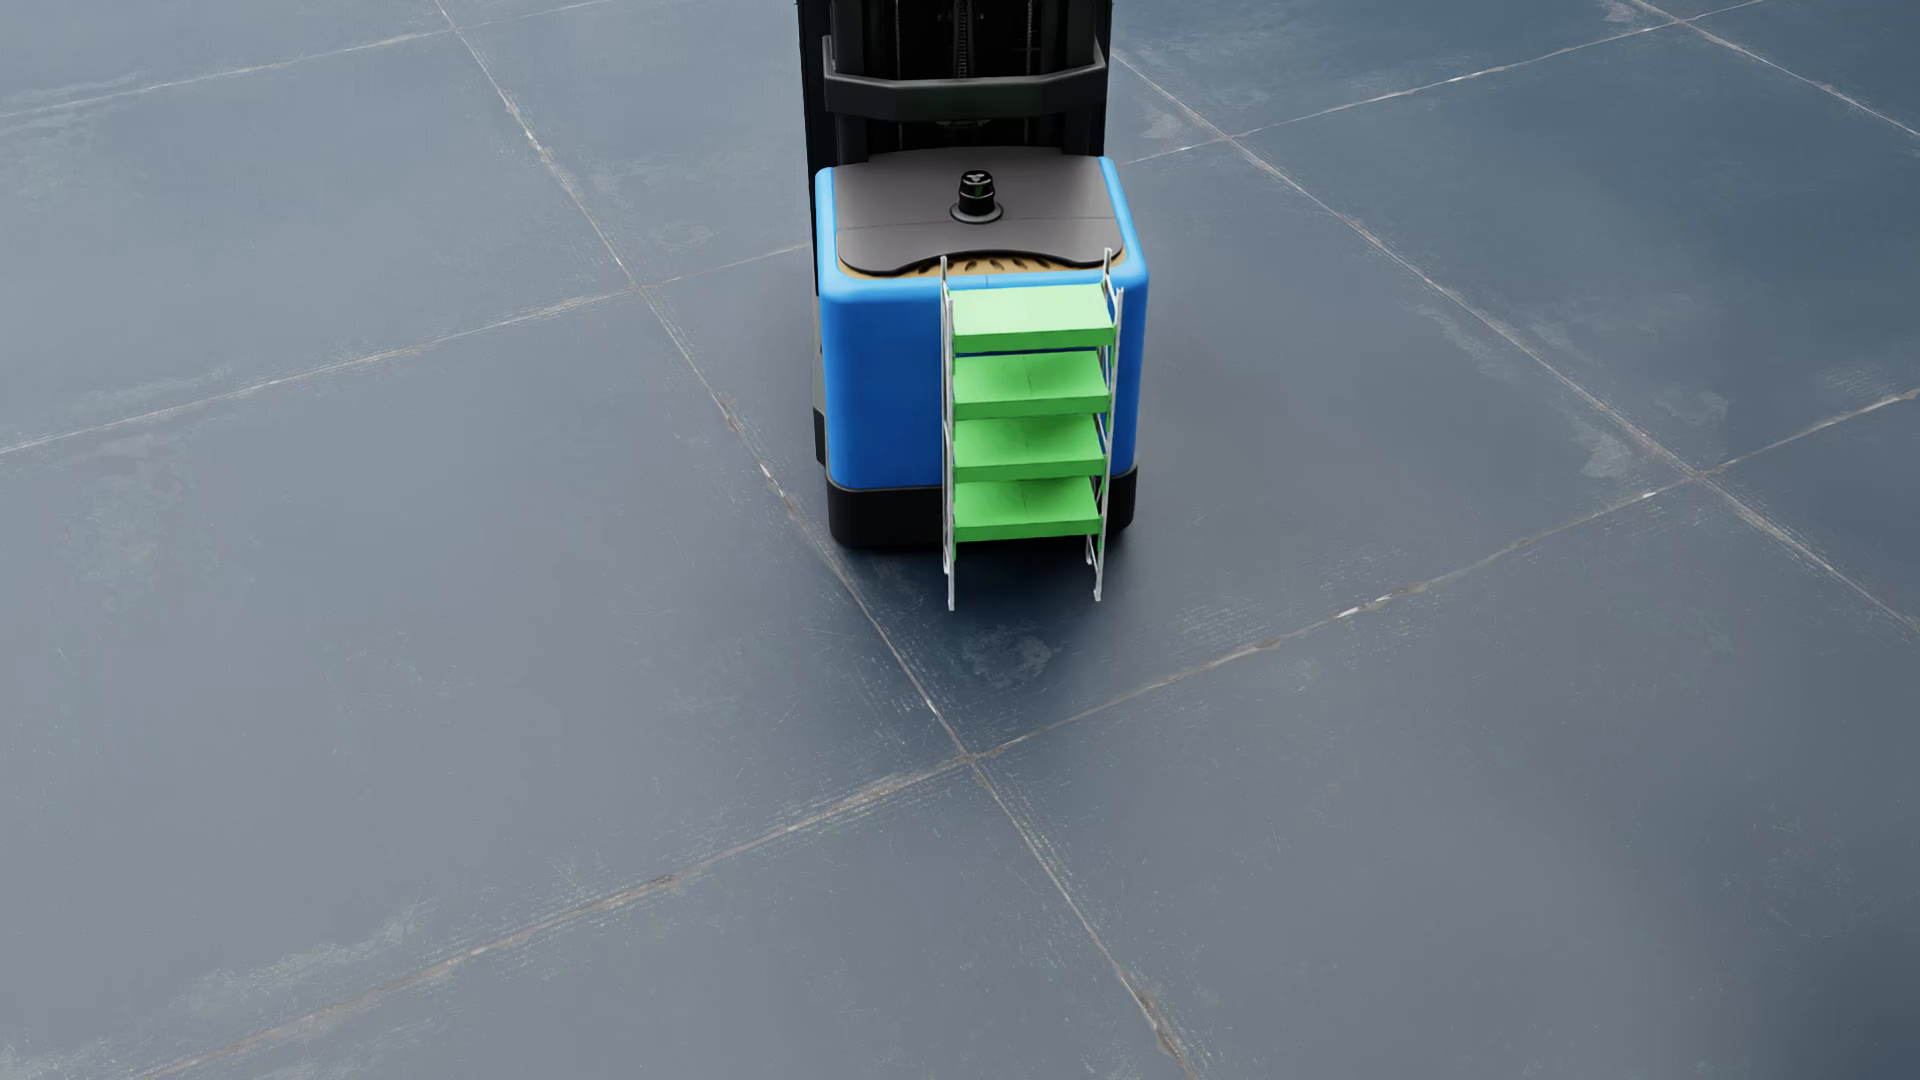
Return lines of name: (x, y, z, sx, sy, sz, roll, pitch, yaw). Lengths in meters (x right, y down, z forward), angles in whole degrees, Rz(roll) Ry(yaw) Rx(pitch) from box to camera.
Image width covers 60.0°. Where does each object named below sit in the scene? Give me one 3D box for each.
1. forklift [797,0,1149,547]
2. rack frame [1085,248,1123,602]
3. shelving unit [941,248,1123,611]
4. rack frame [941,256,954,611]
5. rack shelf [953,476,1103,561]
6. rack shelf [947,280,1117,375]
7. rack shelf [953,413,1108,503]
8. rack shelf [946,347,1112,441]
forklift: (-0.039, -2.038, 5.905, 1.130, 2.935, 3.031, -3, 40, -4)
rack frame: (0.449, -0.329, 5.226, 0.015, 1.200, 0.240, -3, 40, -4)
shelving unit: (0.206, -0.315, 5.209, 0.503, 1.200, 0.258, -3, 40, -4)
rack frame: (-0.037, -0.300, 5.192, 0.015, 1.200, 0.240, -3, 40, -4)
rack shelf: (0.206, -0.083, 5.406, 0.480, 0.148, 0.258, -3, 40, -4)
rack shelf: (0.206, -0.632, 4.941, 0.480, 0.148, 0.258, -3, 40, -4)
rack shelf: (0.206, -0.266, 5.251, 0.480, 0.148, 0.258, -3, 40, -4)
rack shelf: (0.206, -0.449, 5.096, 0.480, 0.148, 0.258, -3, 40, -4)
